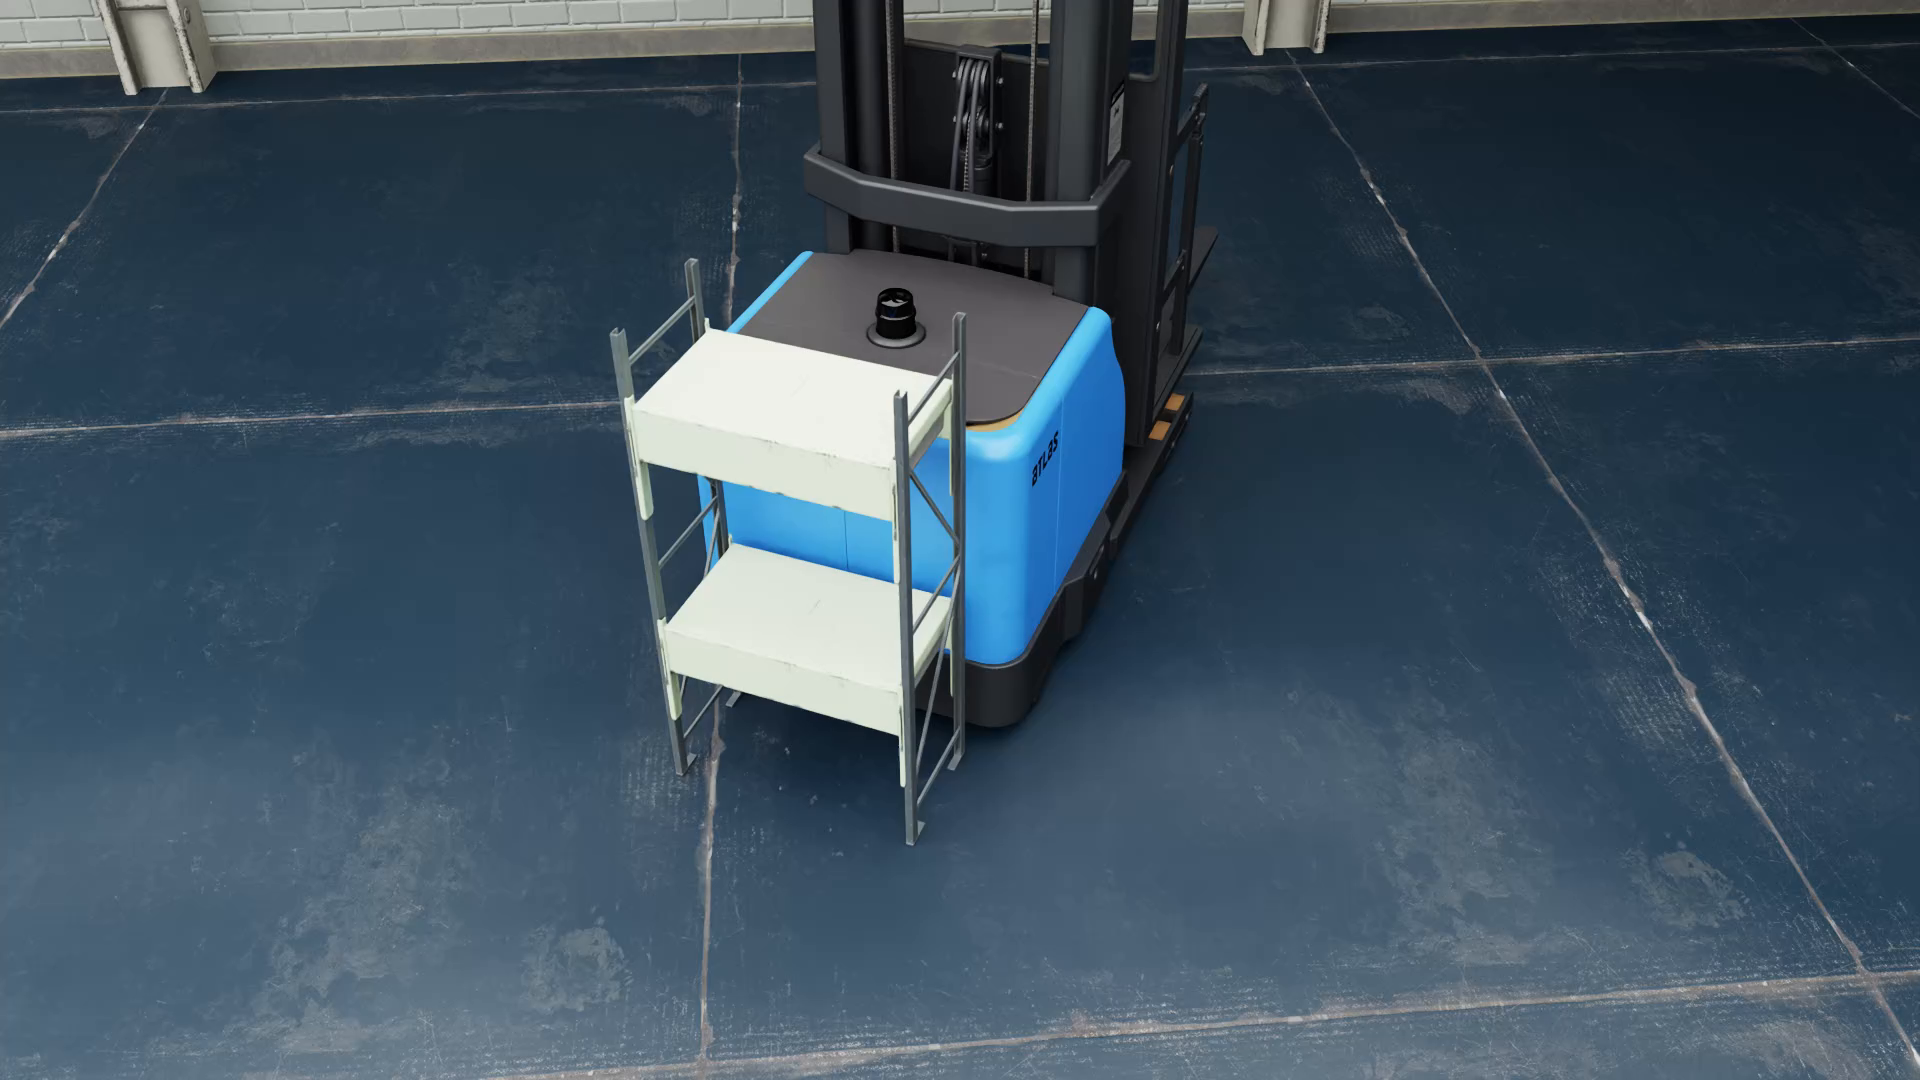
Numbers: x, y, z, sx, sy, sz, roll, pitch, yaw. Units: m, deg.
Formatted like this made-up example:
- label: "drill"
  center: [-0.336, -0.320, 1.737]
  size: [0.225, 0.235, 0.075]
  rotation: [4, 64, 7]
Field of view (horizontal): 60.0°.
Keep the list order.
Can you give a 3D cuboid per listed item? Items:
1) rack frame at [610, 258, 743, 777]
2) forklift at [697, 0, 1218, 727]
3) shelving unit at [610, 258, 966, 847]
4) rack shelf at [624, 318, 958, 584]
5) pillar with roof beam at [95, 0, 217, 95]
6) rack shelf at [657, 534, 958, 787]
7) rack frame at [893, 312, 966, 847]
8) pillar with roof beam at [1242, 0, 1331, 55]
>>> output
- label: "rack frame"
  center: [-0.749, -0.013, 4.555]
  size: [0.023, 1.500, 0.400]
  rotation: [14, 40, 17]
- label: "forklift"
  center: [0.228, -1.510, 5.297]
  size: [1.130, 2.935, 3.031]
  rotation: [14, 40, 17]
- label: "shelving unit"
  center: [-0.409, 0.070, 4.450]
  size: [0.755, 1.500, 0.431]
  rotation: [14, 40, 17]
- label: "rack shelf"
  center: [-0.409, -0.236, 4.208]
  size: [0.720, 0.370, 0.431]
  rotation: [14, 40, 17]
- label: "pillar with roof beam"
  center: [-3.803, -3.313, 2.684]
  size: [0.400, 9.000, 9.100]
  rotation: [-3, 38, -4]
- label: "rack shelf"
  center: [-0.409, 0.326, 4.652]
  size: [0.720, 0.370, 0.431]
  rotation: [14, 40, 17]
- label: "rack frame"
  center: [-0.068, 0.153, 4.345]
  size: [0.023, 1.500, 0.400]
  rotation: [14, 40, 17]
- label: "pillar with roof beam"
  center: [2.174, -3.642, 3.101]
  size: [0.400, 9.000, 9.100]
  rotation: [-3, 38, -4]
